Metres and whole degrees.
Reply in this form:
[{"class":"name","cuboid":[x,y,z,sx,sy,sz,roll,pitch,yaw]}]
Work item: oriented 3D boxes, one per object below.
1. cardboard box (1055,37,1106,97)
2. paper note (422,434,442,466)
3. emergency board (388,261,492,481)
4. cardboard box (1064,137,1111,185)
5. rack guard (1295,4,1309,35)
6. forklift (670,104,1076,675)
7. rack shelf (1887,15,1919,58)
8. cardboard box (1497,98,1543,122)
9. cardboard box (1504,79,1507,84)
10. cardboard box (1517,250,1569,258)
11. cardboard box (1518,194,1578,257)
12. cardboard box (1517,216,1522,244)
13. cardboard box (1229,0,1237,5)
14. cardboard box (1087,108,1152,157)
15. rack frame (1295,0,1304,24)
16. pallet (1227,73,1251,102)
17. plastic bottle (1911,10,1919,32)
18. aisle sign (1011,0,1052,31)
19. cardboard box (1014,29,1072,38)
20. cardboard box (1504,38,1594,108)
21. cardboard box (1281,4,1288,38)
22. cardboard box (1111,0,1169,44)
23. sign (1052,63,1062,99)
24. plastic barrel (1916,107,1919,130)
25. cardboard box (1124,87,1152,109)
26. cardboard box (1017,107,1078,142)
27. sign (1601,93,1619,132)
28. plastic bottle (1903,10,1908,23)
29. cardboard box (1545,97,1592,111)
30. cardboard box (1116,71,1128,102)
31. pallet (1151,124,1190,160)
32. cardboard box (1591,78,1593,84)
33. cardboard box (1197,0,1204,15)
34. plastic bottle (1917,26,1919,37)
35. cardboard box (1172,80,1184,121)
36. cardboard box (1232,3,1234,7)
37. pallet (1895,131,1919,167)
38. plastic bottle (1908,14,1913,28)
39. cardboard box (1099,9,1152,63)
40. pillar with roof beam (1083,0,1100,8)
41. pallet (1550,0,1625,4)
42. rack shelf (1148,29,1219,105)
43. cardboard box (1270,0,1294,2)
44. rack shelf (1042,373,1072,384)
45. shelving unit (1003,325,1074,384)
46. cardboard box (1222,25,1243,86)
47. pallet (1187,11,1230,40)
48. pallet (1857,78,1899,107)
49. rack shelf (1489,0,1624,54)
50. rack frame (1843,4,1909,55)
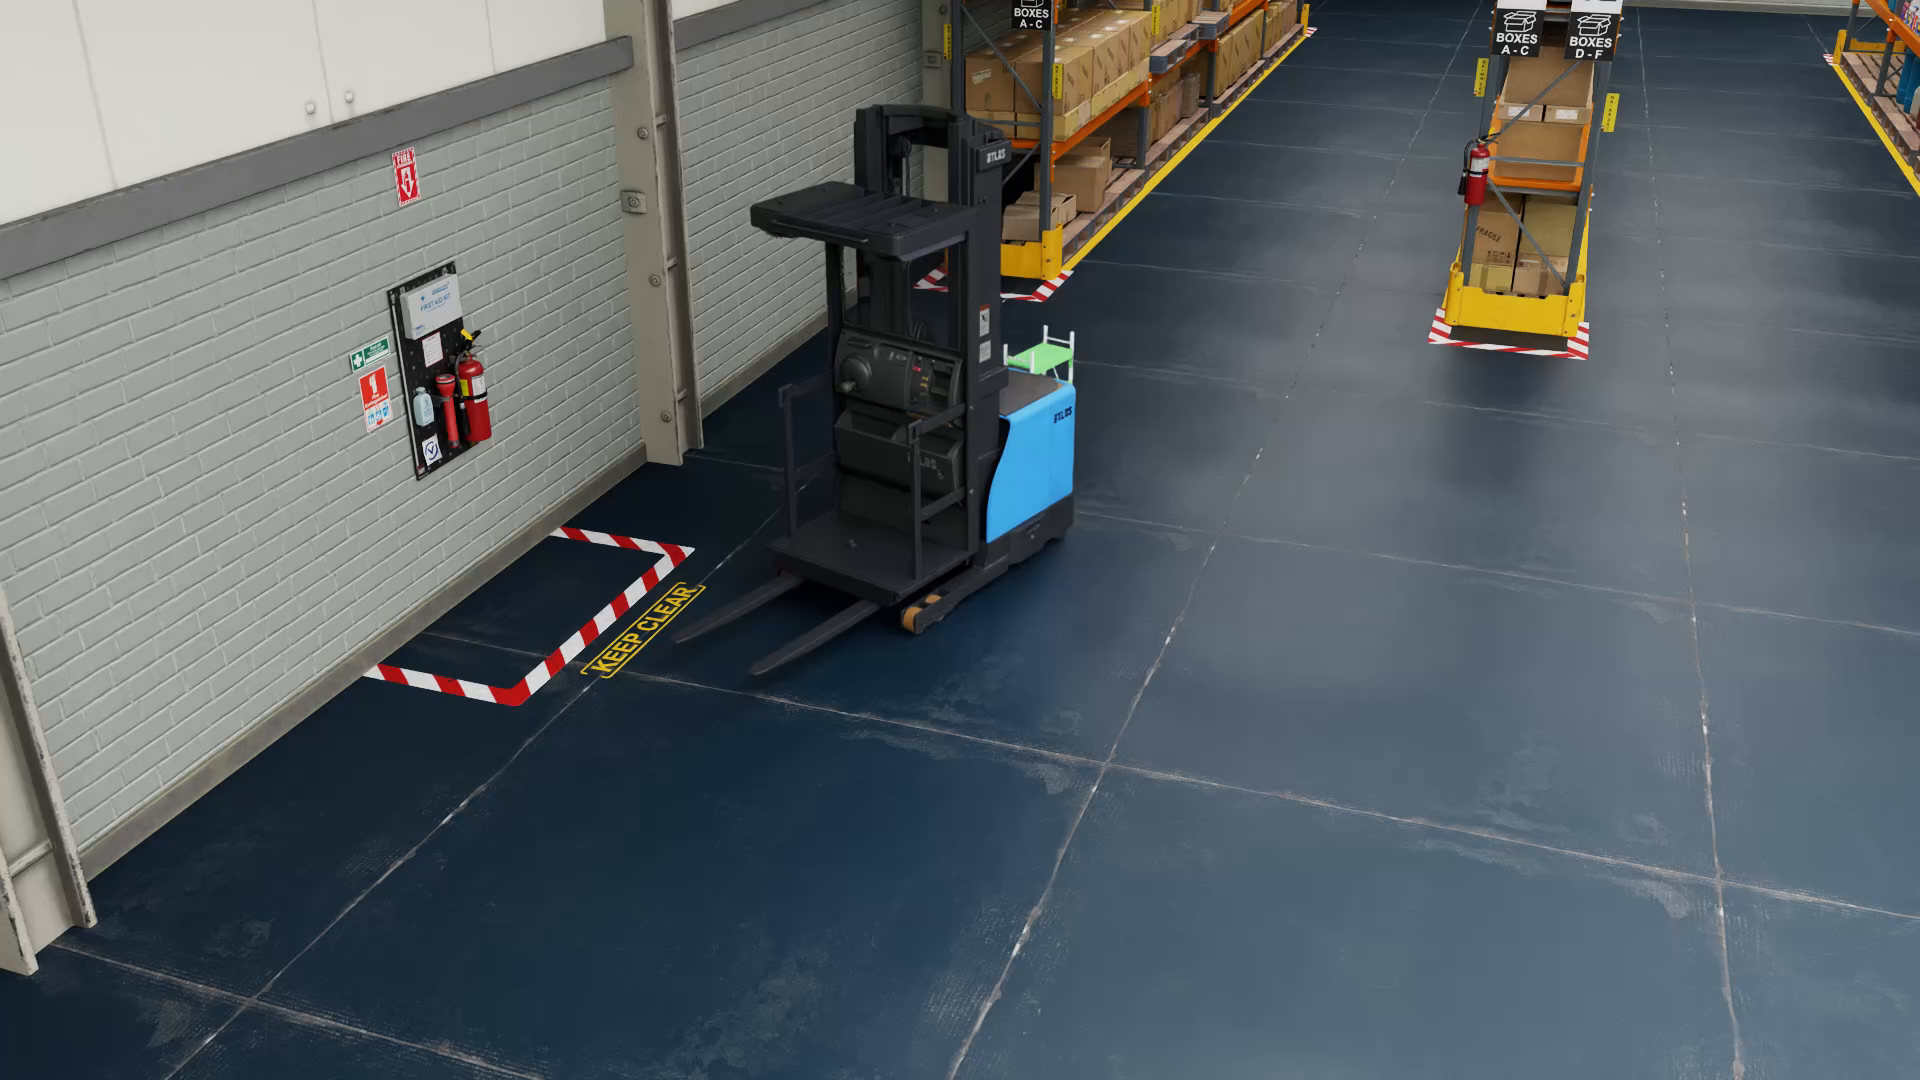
[{"class":"cardboard box","cuboid":[1.205,-4.904,17.225,0.500,0.500,0.500,8,27,16]},{"class":"paper note","cuboid":[-3.151,-0.537,9.929,0.016,0.148,0.142,9,27,17]},{"class":"emergency board","cuboid":[-3.027,-0.997,9.866,0.194,1.169,0.643,9,27,17]},{"class":"cardboard box","cuboid":[1.434,-4.344,19.143,0.500,0.500,0.500,7,27,14]},{"class":"rack guard","cuboid":[5.743,-9.519,30.337,1.175,0.500,0.348,9,27,17]},{"class":"forklift","cuboid":[-0.503,-0.991,9.933,1.130,2.935,3.031,18,31,32]},{"class":"rack shelf","cuboid":[13.081,-6.408,21.869,1.077,0.370,4.000,9,27,17]},{"class":"cardboard box","cuboid":[5.031,-3.864,14.929,0.380,0.149,0.250,8,27,17]},{"class":"cardboard box","cuboid":[5.374,-4.288,15.805,0.380,0.149,0.250,10,27,19]},{"class":"cardboard box","cuboid":[5.634,-2.688,16.033,0.500,0.250,0.500,9,27,17]},{"class":"cardboard box","cuboid":[5.636,-3.025,15.869,0.500,0.500,0.500,9,27,17]},{"class":"cardboard box","cuboid":[5.471,-3.175,17.039,0.500,0.250,0.500,9,27,17]},{"class":"cardboard box","cuboid":[3.659,-7.911,23.668,0.500,0.500,0.500,10,27,19]},{"class":"cardboard box","cuboid":[1.971,-5.081,20.665,0.700,0.500,0.500,10,27,19]},{"class":"rack frame","cuboid":[5.735,-10.634,29.772,1.000,3.000,0.127,9,27,17]},{"class":"pallet","cuboid":[3.814,-6.904,25.268,1.003,0.211,1.213,9,27,17]},{"class":"plastic bottle","cuboid":[12.925,-6.983,22.372,0.152,0.276,0.135,9,27,17]},{"class":"aisle sign","cuboid":[0.669,-5.156,15.474,0.394,0.787,0.004,9,27,17]},{"class":"cardboard box","cuboid":[0.879,-5.188,17.812,0.500,0.500,0.500,9,27,18]},{"class":"cardboard box","cuboid":[5.268,-4.183,14.844,0.700,0.500,0.500,9,27,18]},{"class":"cardboard box","cuboid":[5.263,-8.984,28.749,0.700,0.500,0.500,8,27,16]},{"class":"cardboard box","cuboid":[2.136,-6.379,20.363,0.700,0.500,0.500,12,28,23]},{"class":"sign","cuboid":[0.922,-4.370,15.841,0.100,0.325,0.005,9,27,17]},{"class":"plastic barrel","cuboid":[12.938,-5.681,21.827,0.600,0.588,0.708,9,27,17]},{"class":"cardboard box","cuboid":[2.114,-5.600,20.877,0.500,0.250,0.500,8,27,16]},{"class":"cardboard box","cuboid":[0.872,-4.155,16.539,0.500,0.250,0.500,8,27,16]},{"class":"sign","cuboid":[5.605,-3.685,14.334,0.100,0.325,0.005,9,27,17]},{"class":"plastic bottle","cuboid":[13.156,-7.271,23.053,0.097,0.201,0.097,0,26,0]},{"class":"cardboard box","cuboid":[5.502,-3.918,15.041,0.380,0.149,0.250,8,27,16]},{"class":"cardboard box","cuboid":[1.543,-4.993,18.270,0.500,0.250,0.500,9,27,17]},{"class":"pallet","cuboid":[2.404,-5.271,21.895,1.003,0.211,1.213,9,27,17]},{"class":"cardboard box","cuboid":[5.843,-4.339,15.910,0.380,0.149,0.250,8,27,17]},{"class":"cardboard box","cuboid":[2.926,-7.395,22.462,0.700,0.500,0.500,6,26,11]},{"class":"plastic bottle","cuboid":[12.751,-6.801,22.003,0.097,0.271,0.097,0,26,0]},{"class":"cardboard box","cuboid":[2.601,-5.921,22.401,0.700,0.500,0.500,9,27,17]},{"class":"cardboard box","cuboid":[3.803,-7.877,24.343,0.380,0.149,0.250,9,27,18]},{"class":"pallet","cuboid":[12.638,-4.985,21.304,1.003,0.211,1.213,9,27,17]},{"class":"plastic bottle","cuboid":[13.014,-7.095,22.691,0.097,0.201,0.097,0,26,0]},{"class":"cardboard box","cuboid":[1.876,-5.743,18.958,0.500,0.500,0.500,9,27,17]},{"class":"pillar with roof beam","cuboid":[5.884,-9.014,19.541,9.100,9.000,0.400,9,27,17]},{"class":"pallet","cuboid":[5.343,-4.939,14.669,1.003,0.211,1.213,9,27,17]},{"class":"rack shelf","cuboid":[2.407,-6.201,21.441,1.077,0.370,4.000,9,27,17]},{"class":"cardboard box","cuboid":[5.641,-9.504,29.079,0.380,0.149,0.250,9,27,19]},{"class":"rack shelf","cuboid":[0.539,-0.996,11.525,0.258,0.148,0.480,18,31,32]},{"class":"shelving unit","cuboid":[0.539,-0.837,11.602,0.258,1.200,0.503,18,31,32]},{"class":"cardboard box","cuboid":[3.739,-7.210,24.685,0.750,0.750,0.750,9,27,17]},{"class":"pallet","cuboid":[2.936,-6.952,22.387,1.213,0.211,1.003,9,27,17]},{"class":"pallet","cuboid":[13.954,-6.607,24.653,1.003,0.211,1.213,9,27,17]},{"class":"rack shelf","cuboid":[5.749,-5.191,15.912,1.077,0.370,4.000,9,27,17]},{"class":"rack frame","cuboid":[15.077,-9.198,26.804,1.000,3.000,0.127,9,27,17]}]
